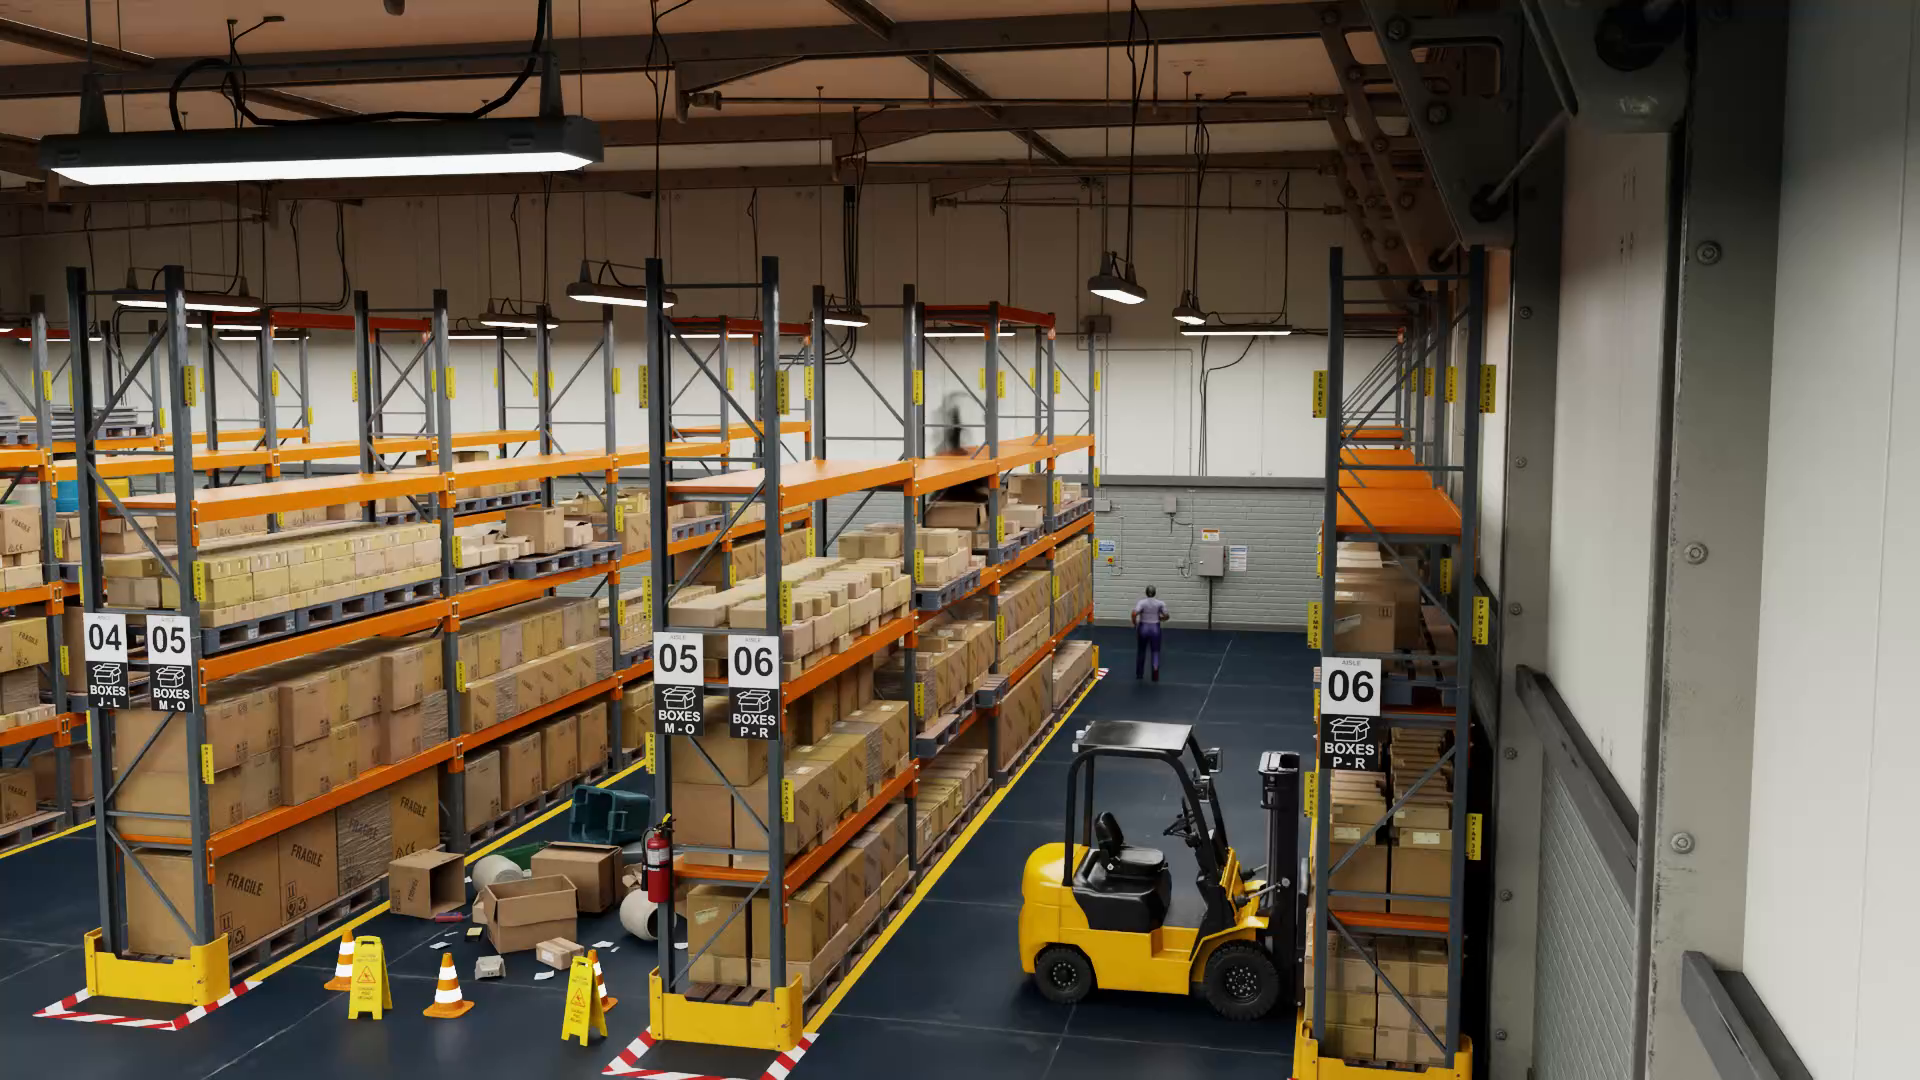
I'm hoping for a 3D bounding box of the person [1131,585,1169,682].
[{"bbox_3d":[3.148,1.565,27.558,0.632,1.628,0.862,0,6,4],"label":"person"}]
